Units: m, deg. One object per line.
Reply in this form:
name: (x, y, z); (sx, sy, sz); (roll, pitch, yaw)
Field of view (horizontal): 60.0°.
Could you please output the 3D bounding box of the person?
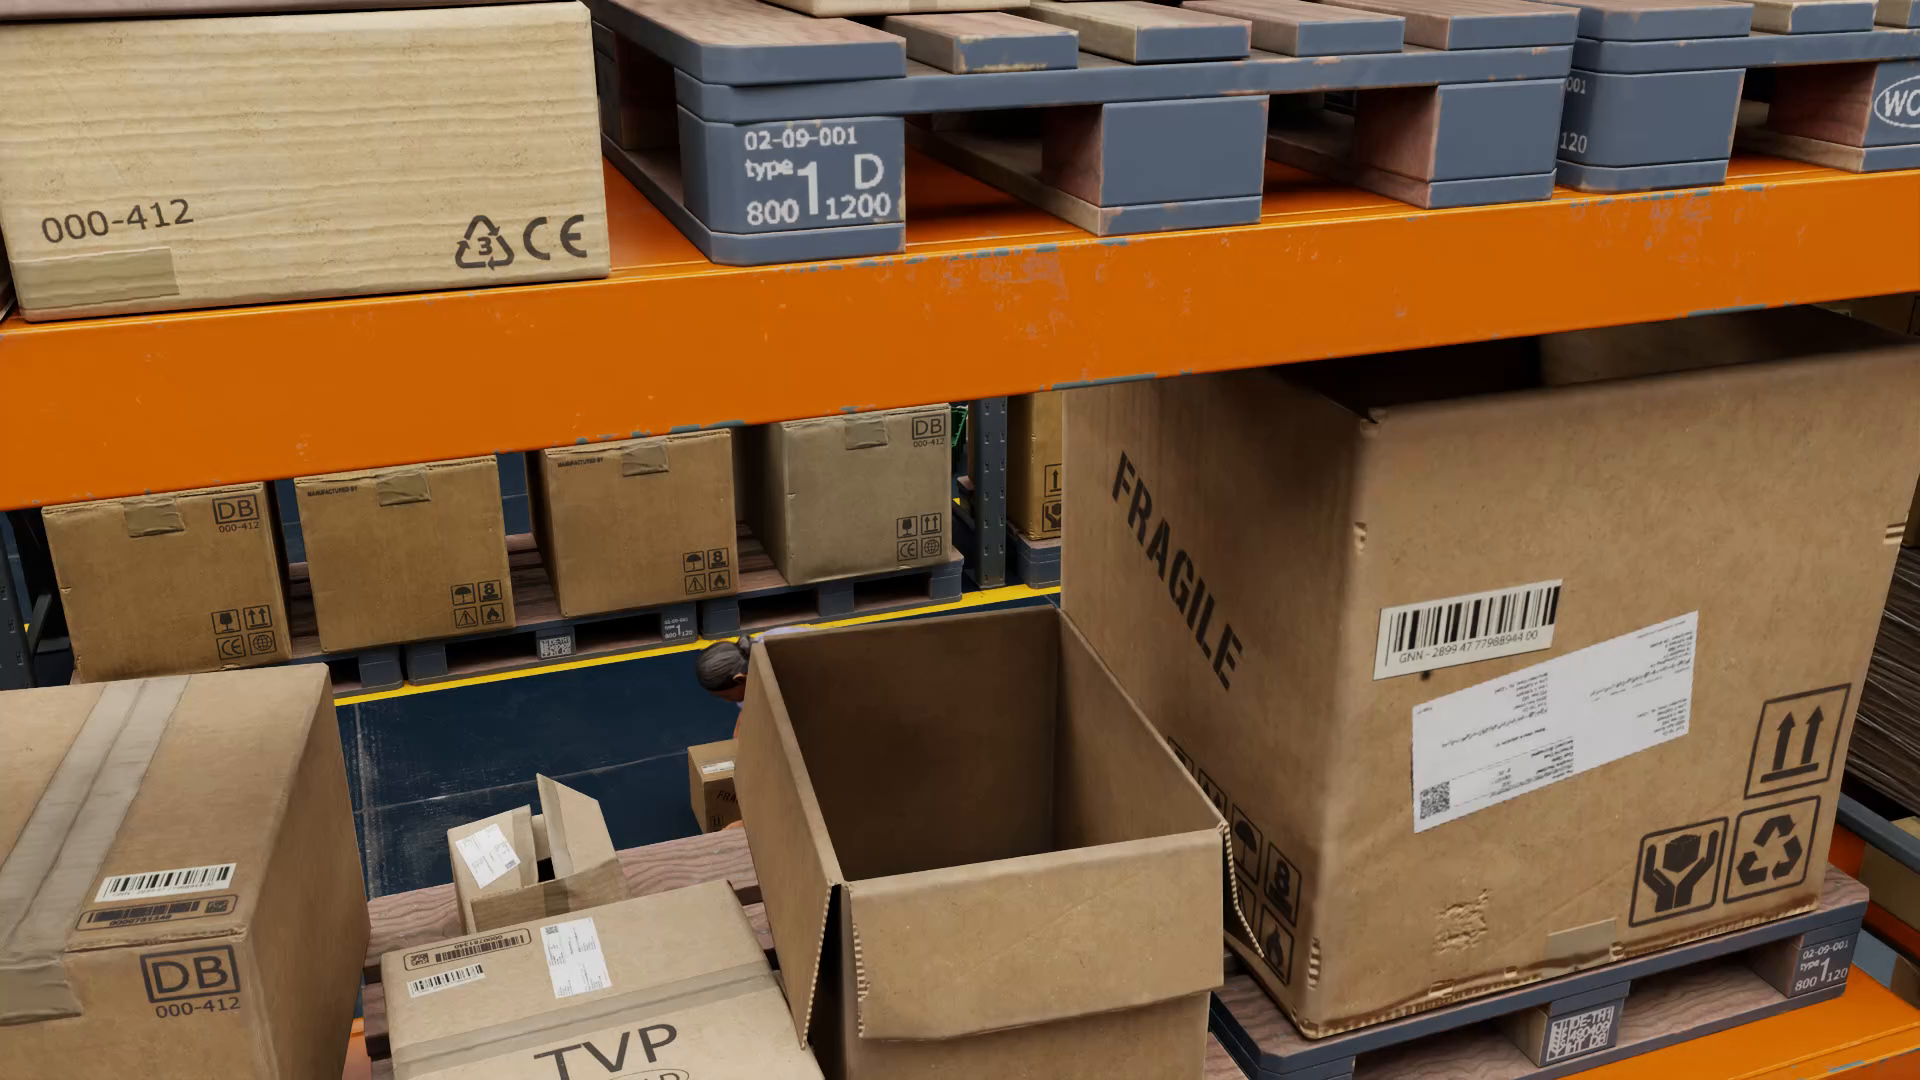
person: (-0.494, 0.631, 5.852); (0.866, 0.784, 0.515); (-9, 24, -20)
